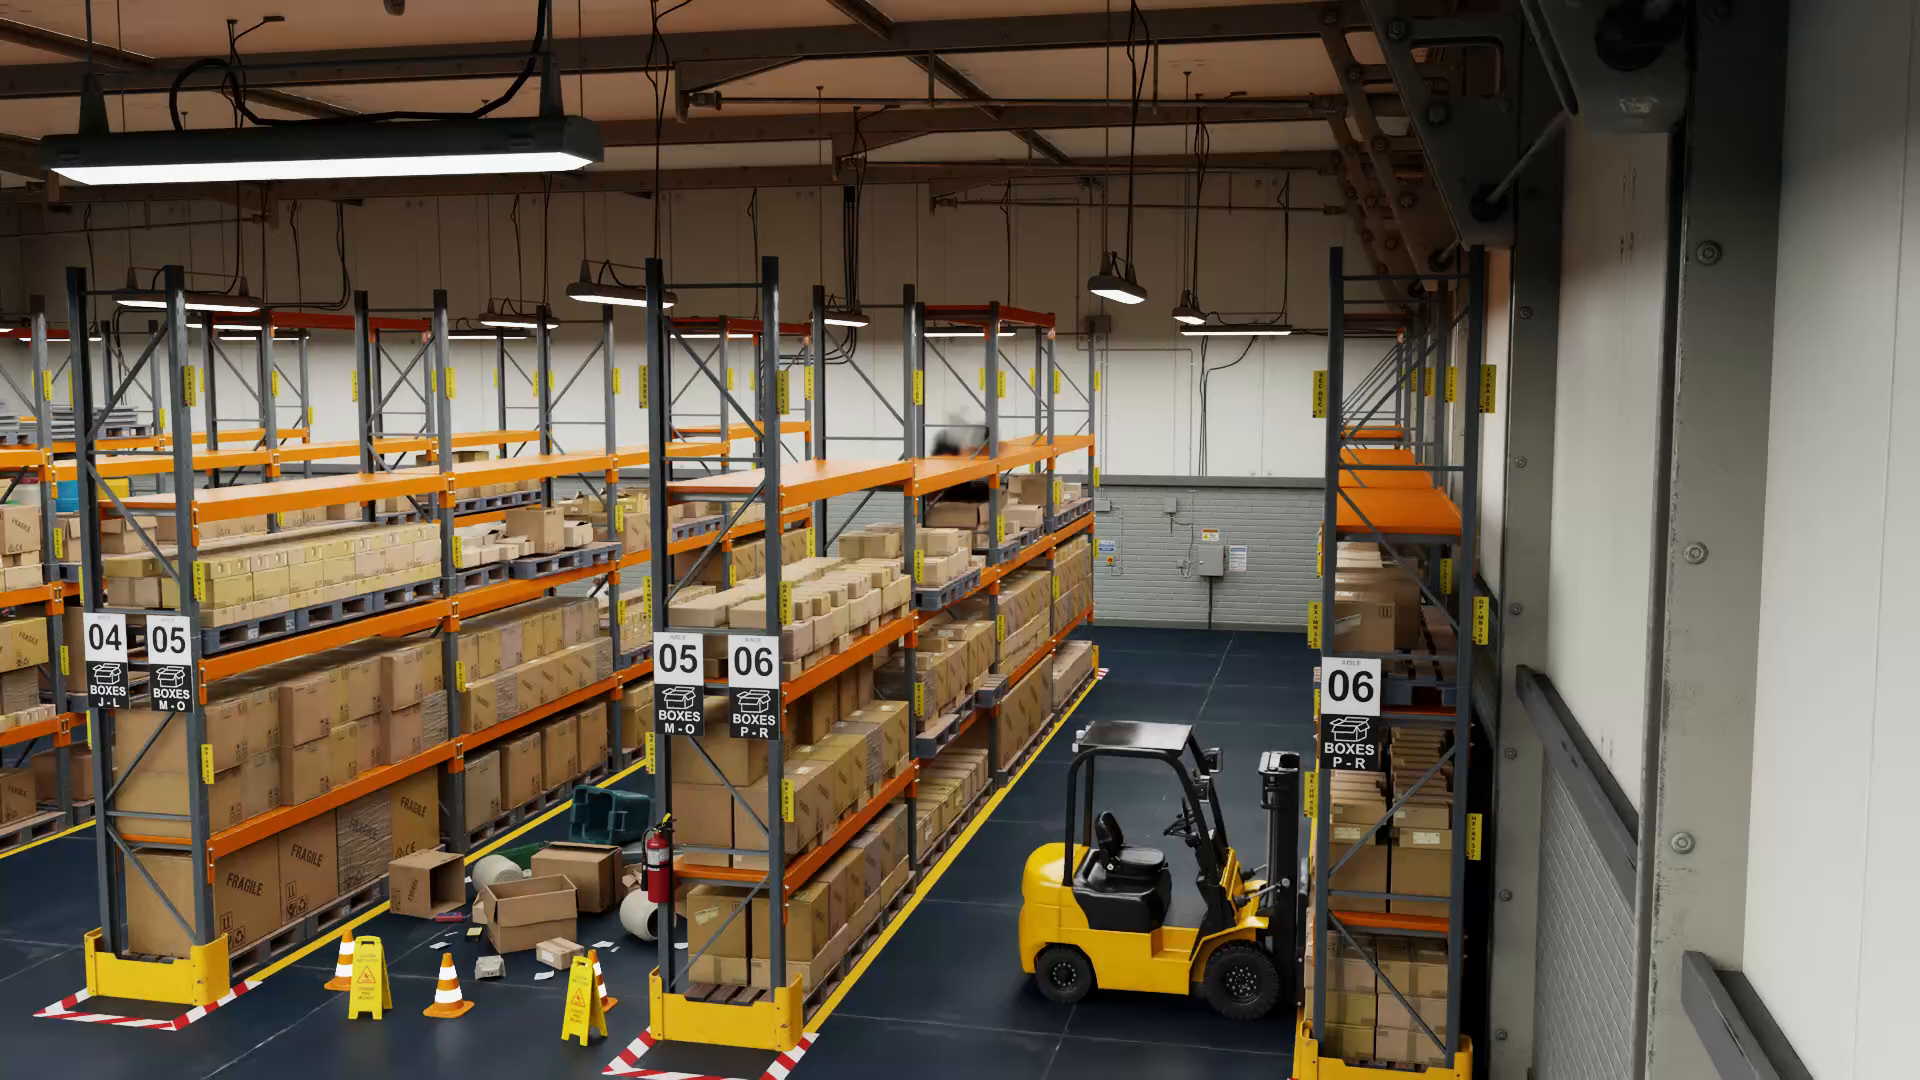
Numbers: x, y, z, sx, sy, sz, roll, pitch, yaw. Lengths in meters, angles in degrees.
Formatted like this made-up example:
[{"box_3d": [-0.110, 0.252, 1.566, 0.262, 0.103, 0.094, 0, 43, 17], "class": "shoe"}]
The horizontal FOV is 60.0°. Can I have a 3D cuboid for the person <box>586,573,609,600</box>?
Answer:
[{"box_3d": [-6.371, 1.377, 29.554, 0.571, 1.668, 0.681, -1, 6, -14], "class": "person"}]
